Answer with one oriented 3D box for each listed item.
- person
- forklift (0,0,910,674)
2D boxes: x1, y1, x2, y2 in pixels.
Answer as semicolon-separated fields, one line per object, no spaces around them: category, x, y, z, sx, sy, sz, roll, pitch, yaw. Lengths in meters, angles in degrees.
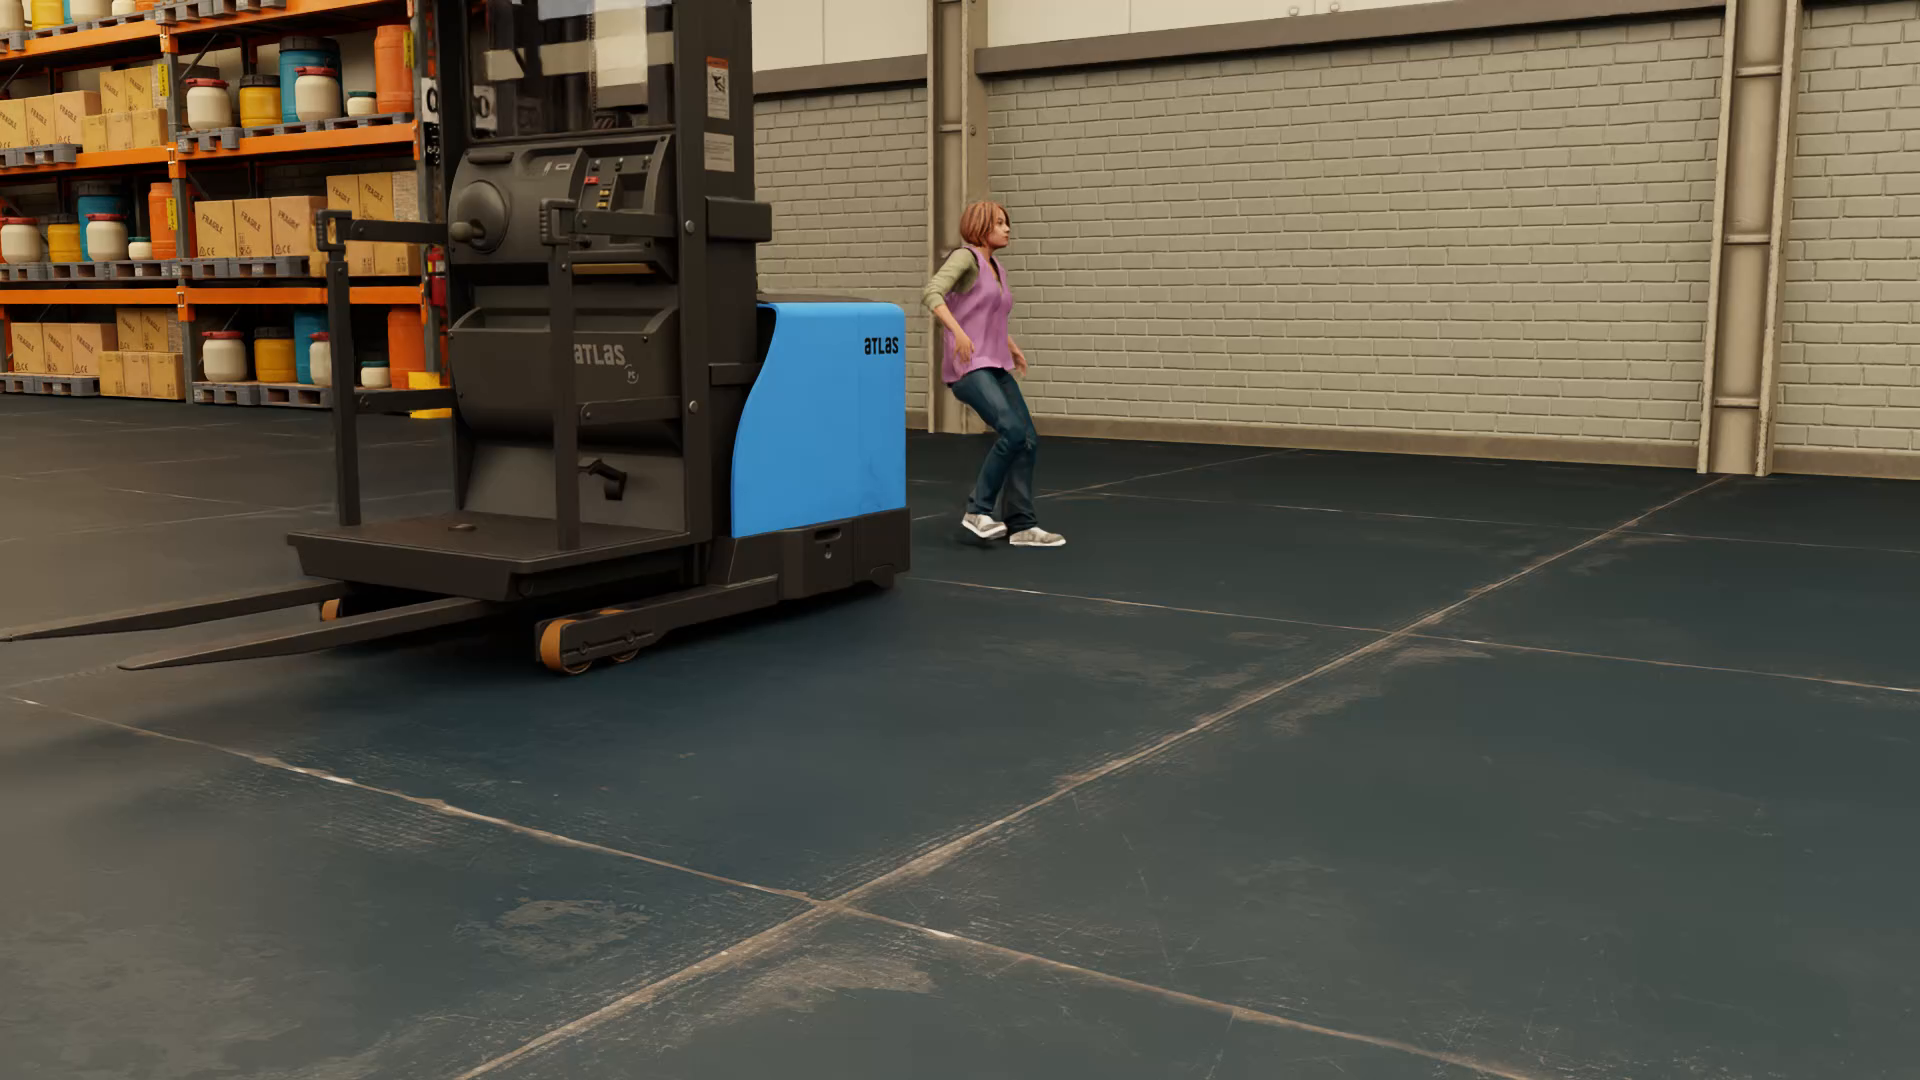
person;0.183;-0.733;7.412;0.589;1.548;0.767;4;9;29
forklift;-1.409;-1.134;5.166;1.130;2.935;3.031;5;10;32
